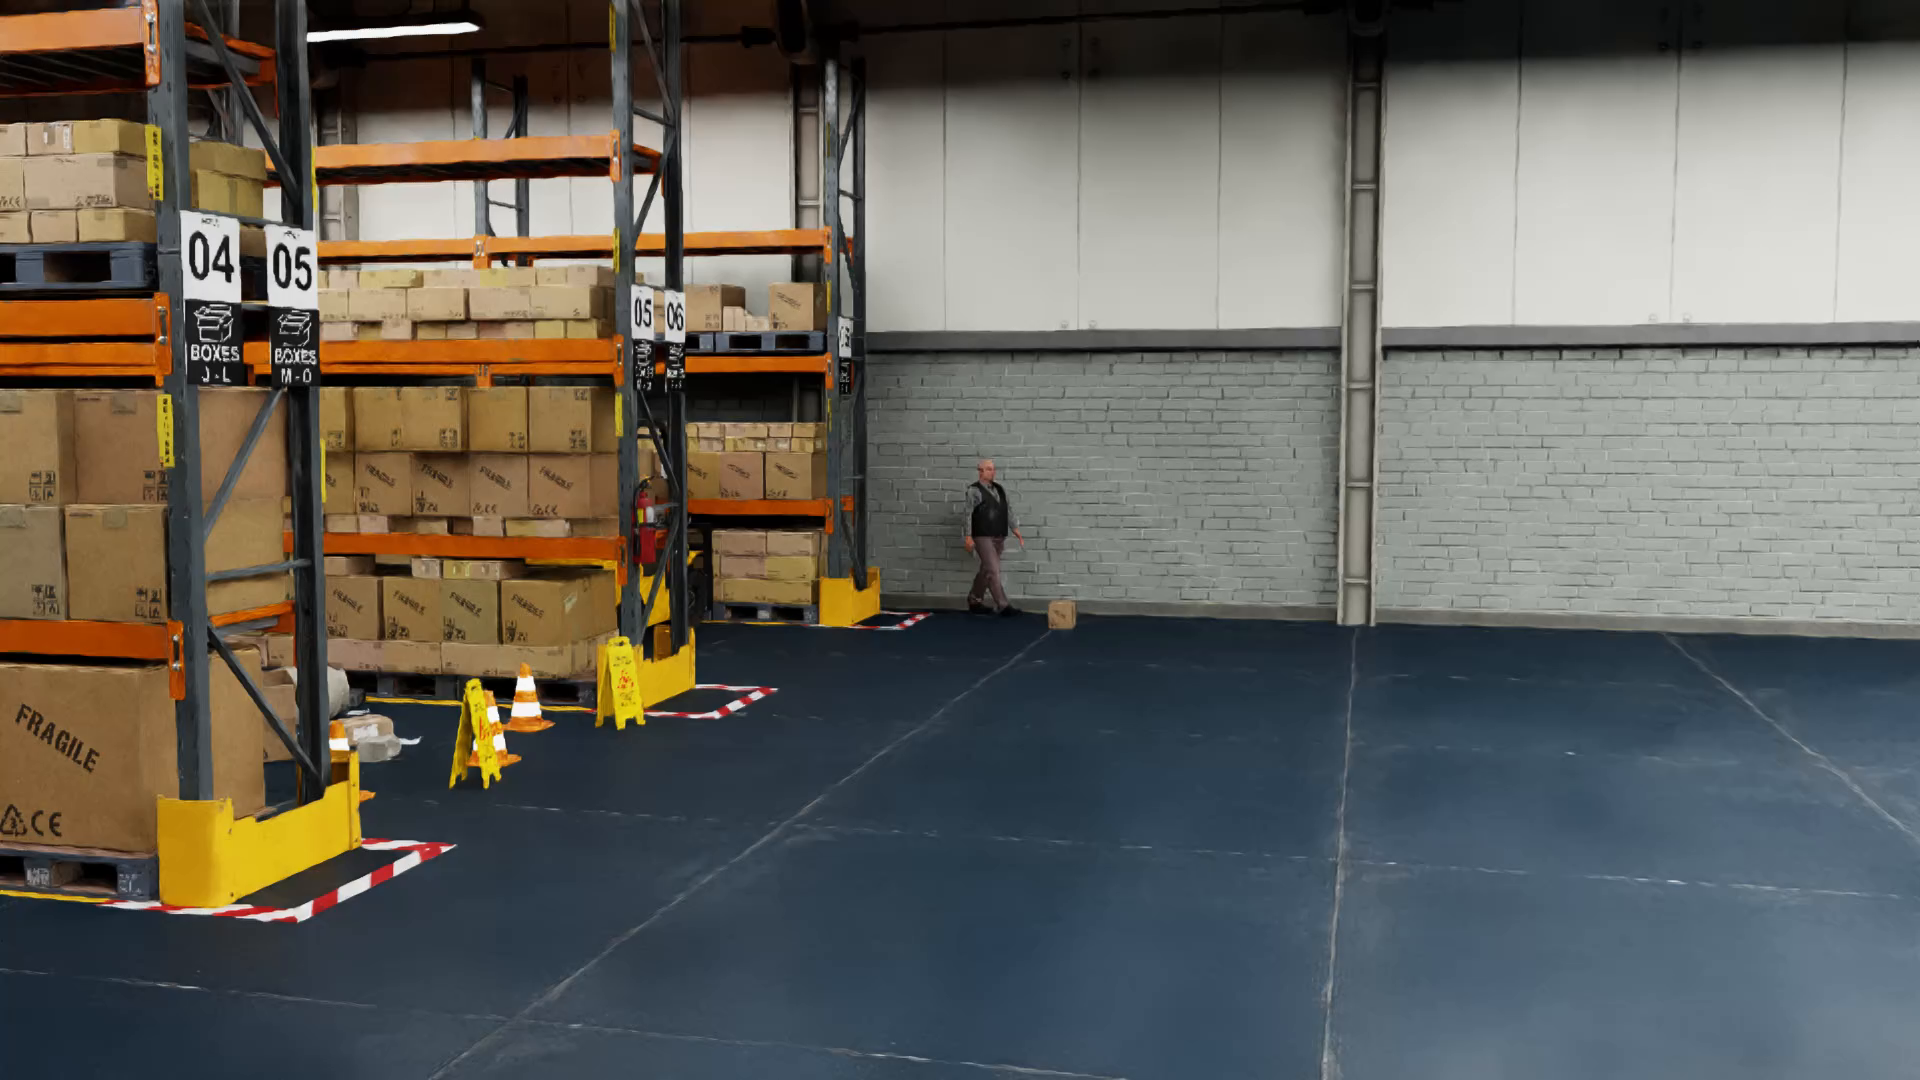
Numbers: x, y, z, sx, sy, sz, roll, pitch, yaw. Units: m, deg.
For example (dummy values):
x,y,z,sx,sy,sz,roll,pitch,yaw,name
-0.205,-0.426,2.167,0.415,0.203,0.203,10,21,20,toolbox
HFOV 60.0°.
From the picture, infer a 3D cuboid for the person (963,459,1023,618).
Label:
x,y,z,sx,sy,sz,roll,pitch,yaw,name
0.393,-0.026,17.873,0.952,1.677,0.575,4,7,43,person
